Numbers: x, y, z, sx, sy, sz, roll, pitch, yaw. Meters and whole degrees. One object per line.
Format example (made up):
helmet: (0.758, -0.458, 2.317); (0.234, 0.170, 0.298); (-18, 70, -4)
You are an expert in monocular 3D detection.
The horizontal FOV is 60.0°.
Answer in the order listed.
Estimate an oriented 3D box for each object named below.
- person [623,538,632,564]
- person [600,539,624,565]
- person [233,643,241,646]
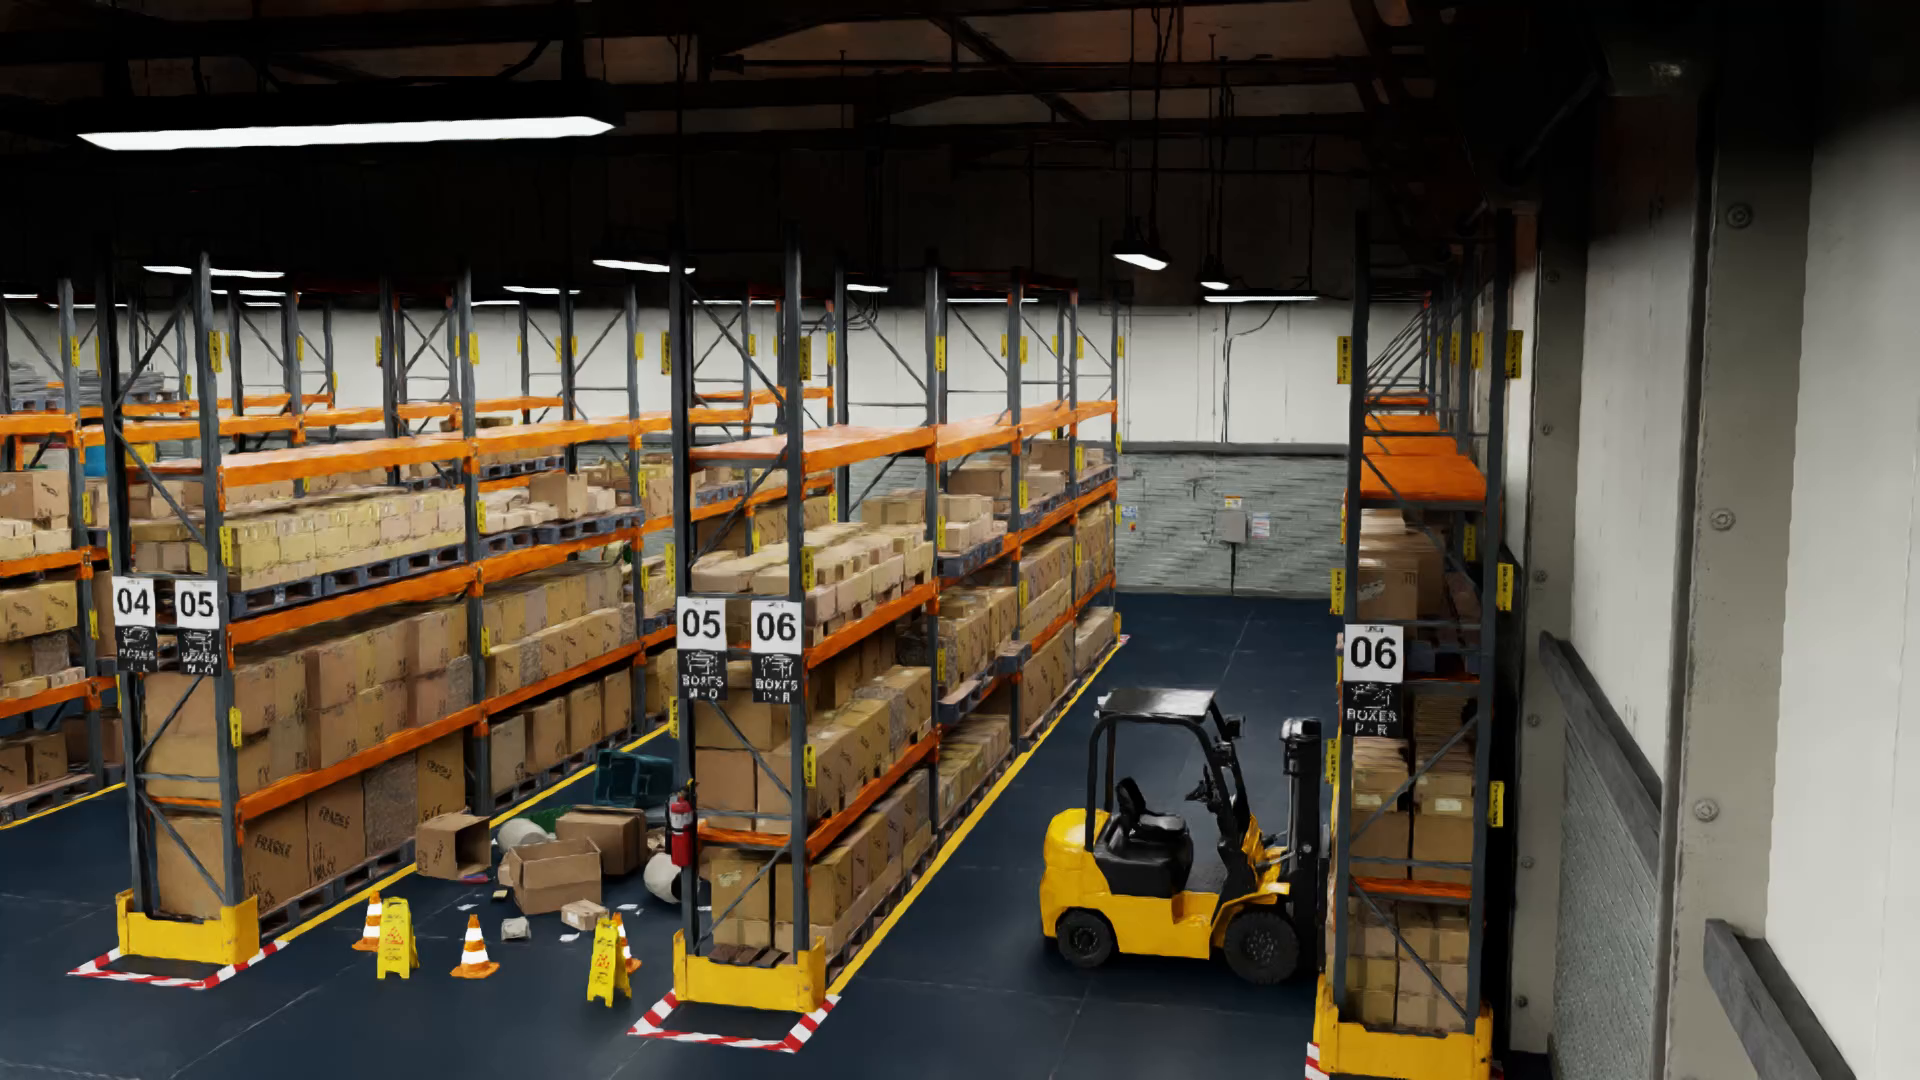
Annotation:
person: (-7.141, 0.061, 34.750); (0.533, 1.728, 1.036); (3, 8, 22)
person: (-6.658, 0.486, 31.699); (0.504, 1.658, 0.552); (-3, 8, -22)
person: (-8.651, 1.849, 19.899); (0.463, 1.772, 0.649); (-2, 7, -16)
